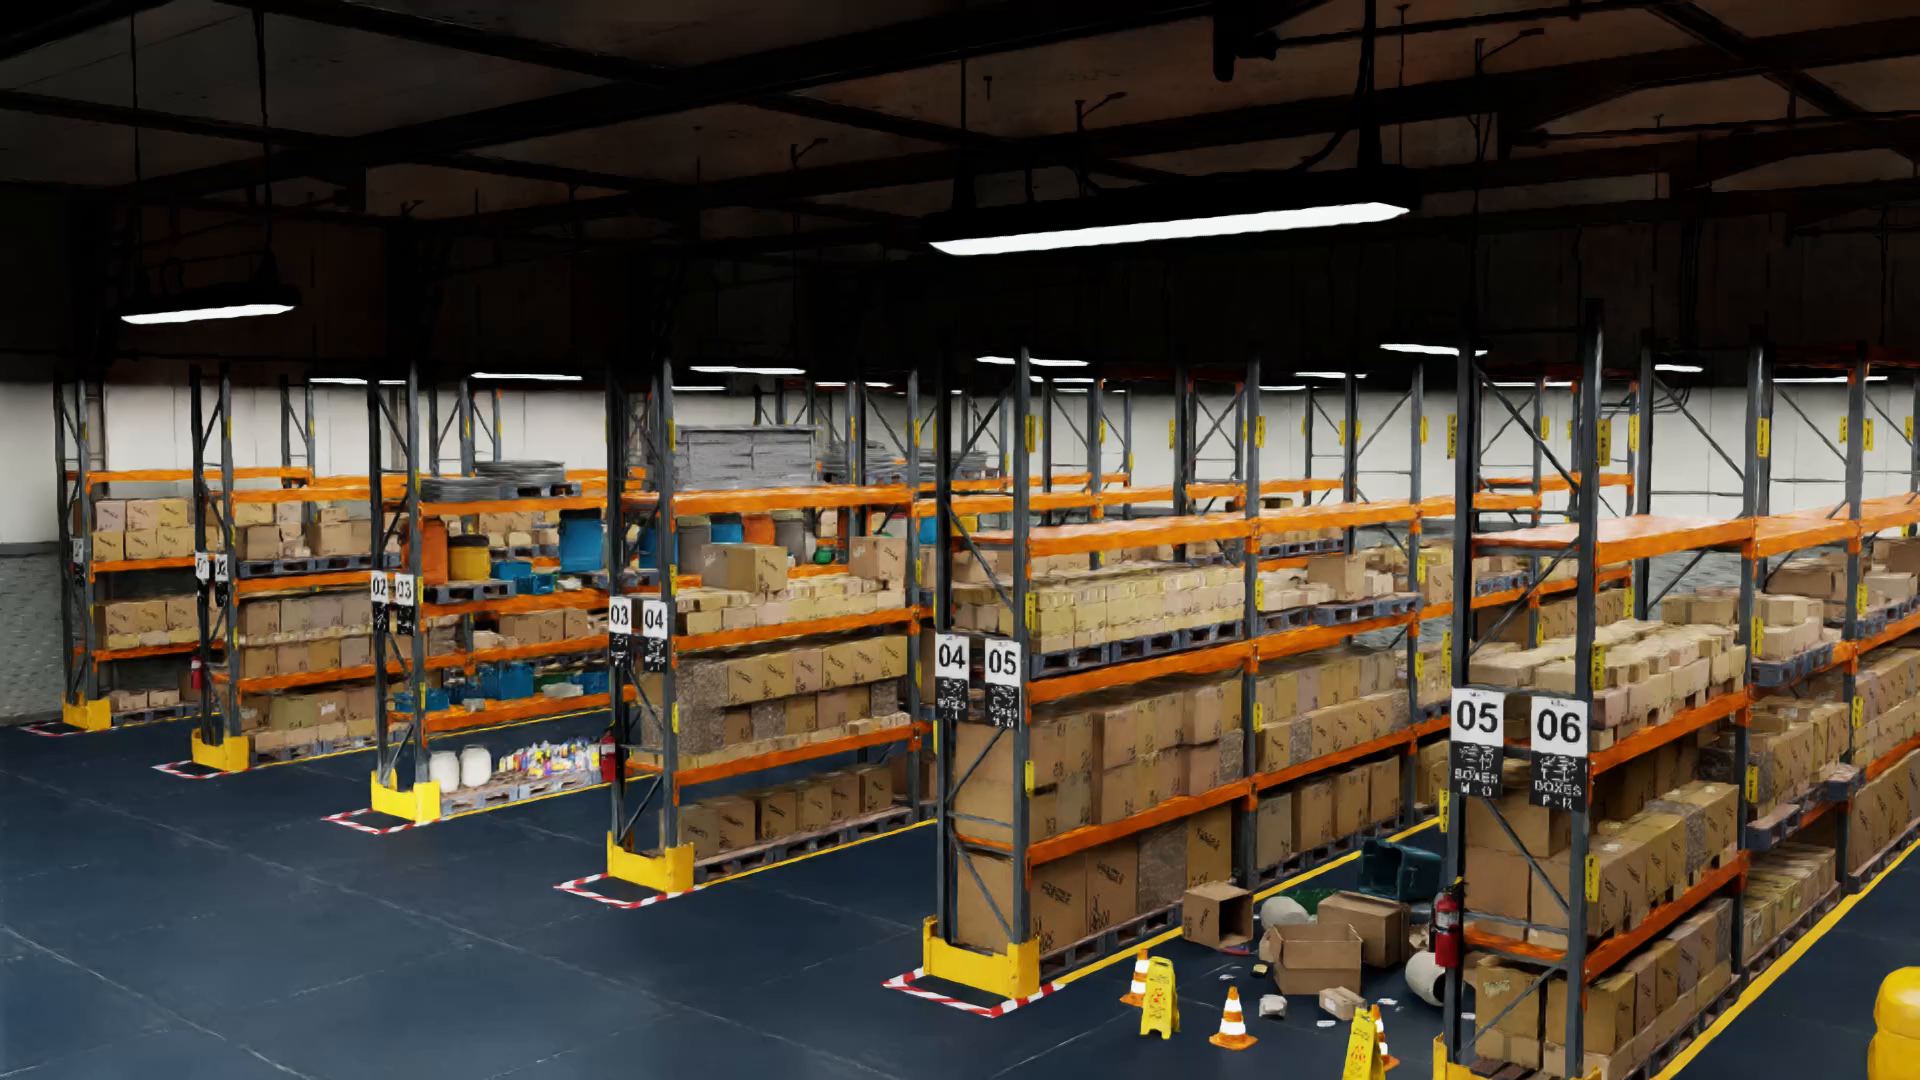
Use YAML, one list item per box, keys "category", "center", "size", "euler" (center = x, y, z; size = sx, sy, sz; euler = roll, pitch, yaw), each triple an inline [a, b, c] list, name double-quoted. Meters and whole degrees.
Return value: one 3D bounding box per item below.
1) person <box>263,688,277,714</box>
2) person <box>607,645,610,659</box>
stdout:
- category: "person"
  center: [-11.916, 2.255, 28.795]
  size: [0.517, 1.479, 0.670]
  euler: [2, 4, 20]
- category: "person"
  center: [-7.161, 1.804, 34.803]
  size: [0.441, 1.680, 0.507]
  euler: [2, 4, 20]
